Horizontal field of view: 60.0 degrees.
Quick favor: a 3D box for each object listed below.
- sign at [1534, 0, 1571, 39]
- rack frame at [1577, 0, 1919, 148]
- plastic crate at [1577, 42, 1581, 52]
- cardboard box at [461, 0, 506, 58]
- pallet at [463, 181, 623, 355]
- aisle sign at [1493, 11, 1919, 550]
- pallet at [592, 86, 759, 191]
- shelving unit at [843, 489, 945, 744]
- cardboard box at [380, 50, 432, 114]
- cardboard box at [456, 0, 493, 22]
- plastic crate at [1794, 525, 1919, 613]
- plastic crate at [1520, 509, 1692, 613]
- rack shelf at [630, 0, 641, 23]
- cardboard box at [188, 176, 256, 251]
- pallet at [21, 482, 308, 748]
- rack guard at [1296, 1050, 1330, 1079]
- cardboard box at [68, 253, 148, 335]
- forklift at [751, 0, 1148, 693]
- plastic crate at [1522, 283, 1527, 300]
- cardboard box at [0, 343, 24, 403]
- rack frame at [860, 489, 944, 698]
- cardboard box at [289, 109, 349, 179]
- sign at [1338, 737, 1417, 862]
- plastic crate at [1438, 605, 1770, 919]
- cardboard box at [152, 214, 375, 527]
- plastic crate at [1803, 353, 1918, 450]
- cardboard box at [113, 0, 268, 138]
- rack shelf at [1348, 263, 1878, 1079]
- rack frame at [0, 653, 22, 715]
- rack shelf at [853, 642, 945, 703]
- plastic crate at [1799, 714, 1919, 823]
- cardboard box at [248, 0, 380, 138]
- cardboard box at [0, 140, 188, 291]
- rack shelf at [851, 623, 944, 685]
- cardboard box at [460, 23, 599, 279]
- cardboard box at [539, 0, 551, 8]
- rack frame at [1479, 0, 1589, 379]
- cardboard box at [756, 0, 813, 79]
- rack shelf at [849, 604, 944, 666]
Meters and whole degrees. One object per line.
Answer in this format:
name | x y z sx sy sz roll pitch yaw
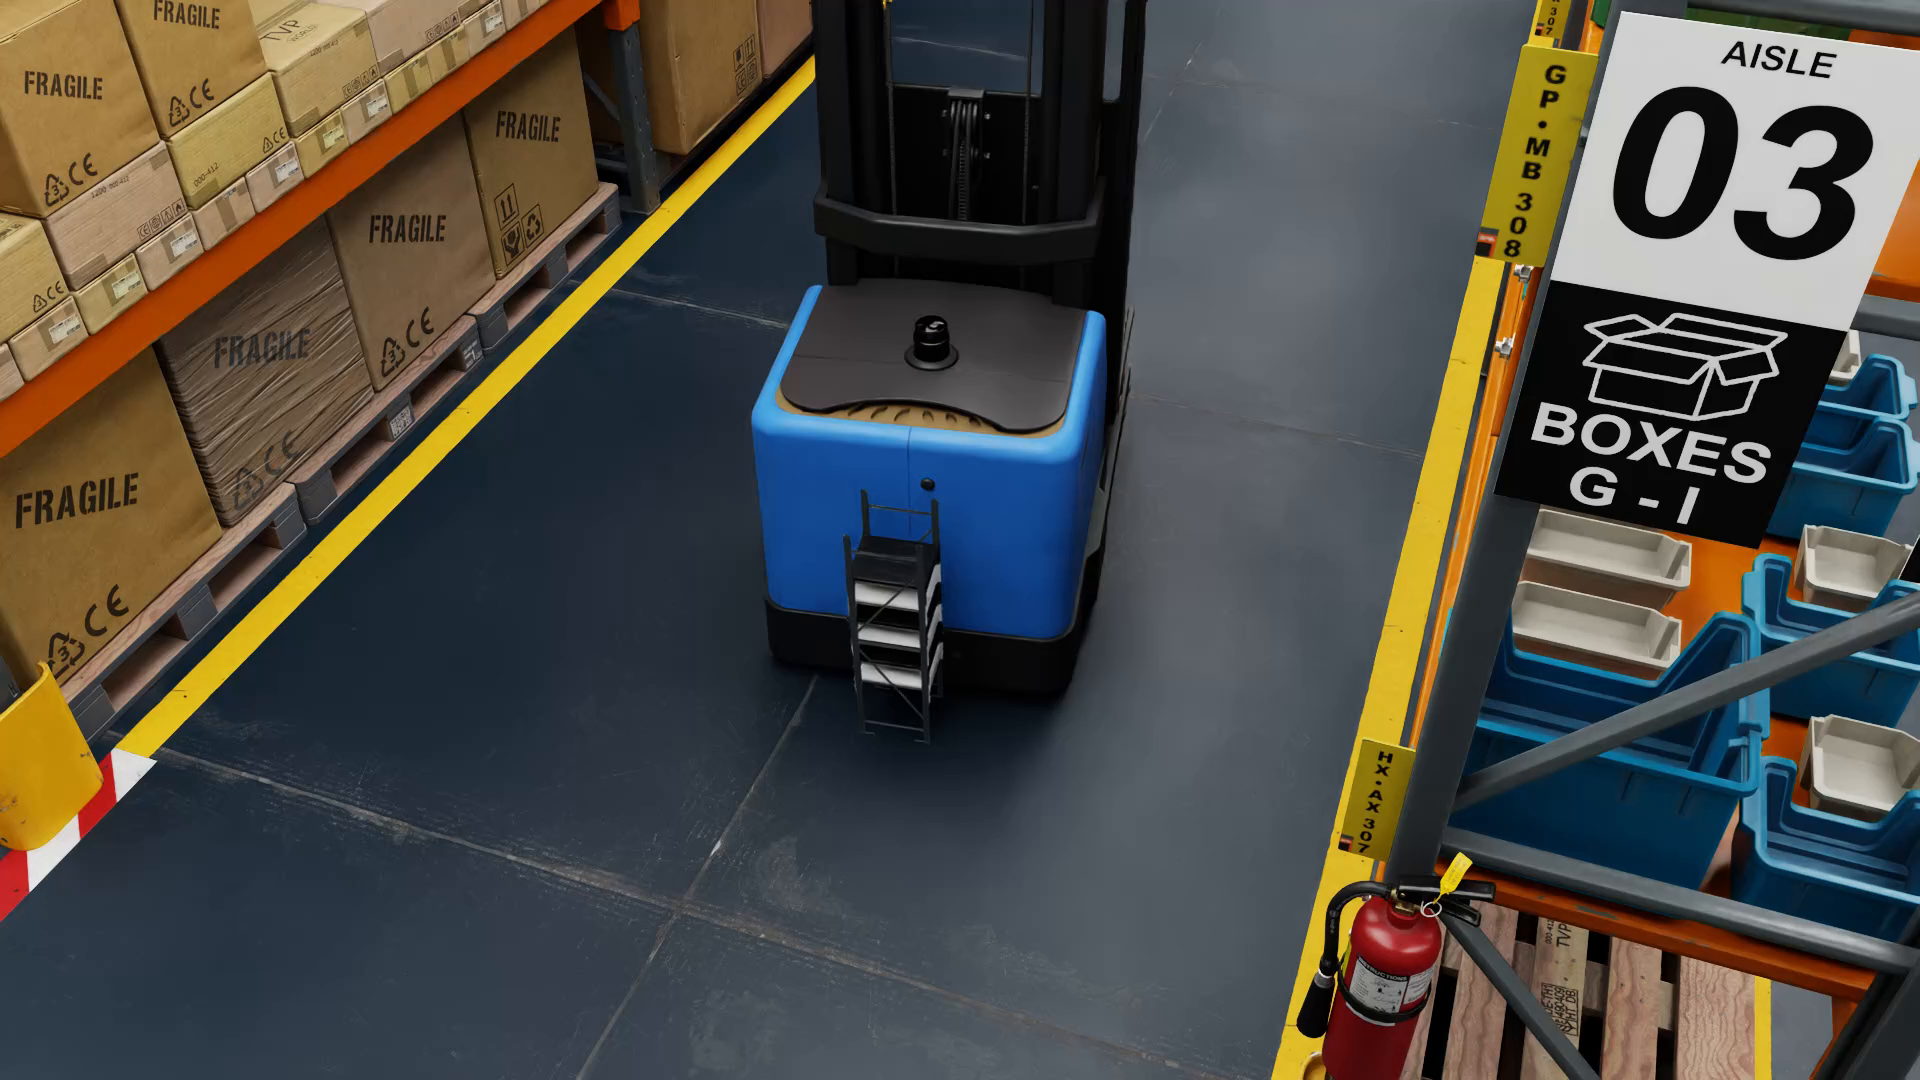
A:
sign | 2.179 -1.987 6.055 0.100 0.325 0.005 13 42 15
rack frame | 1.327 -1.601 1.194 1.000 3.000 0.127 13 42 15
plastic crate | 2.154 -1.317 5.387 0.402 0.464 0.583 13 42 15
cardboard box | -2.019 -2.034 6.516 0.380 0.149 0.250 14 42 16
pallet | -2.293 -1.351 7.671 1.003 0.211 1.213 13 42 15
aisle sign | 1.027 -0.329 2.322 0.394 0.787 0.004 13 42 15
pallet | -1.766 -2.285 8.765 1.003 0.211 1.213 13 42 15
shelving unit | -0.199 0.258 5.246 0.258 0.900 0.210 8 44 9
cardboard box | -2.195 -1.720 6.149 0.380 0.149 0.250 13 42 14
cardboard box | -2.038 -2.271 6.487 0.500 0.250 0.500 15 43 16
plastic crate | 2.141 0.090 3.991 0.250 0.136 0.298 13 42 15
plastic crate | 1.549 0.047 4.041 0.396 0.136 0.243 13 42 15
rack shelf | -1.275 -3.804 8.952 1.077 0.370 4.000 13 42 15
cardboard box | -2.546 -1.093 5.414 0.380 0.149 0.250 13 42 14
pallet | -3.127 0.137 5.927 1.003 0.211 1.213 13 42 15
rack guard | 1.331 1.649 3.932 1.175 0.500 0.348 13 42 15
cardboard box | -2.722 -0.779 5.046 0.380 0.149 0.250 12 42 14
forklift | 0.102 -1.565 5.826 1.130 2.935 3.031 6 41 7
plastic crate | 1.789 -0.588 4.711 0.416 0.233 0.300 13 42 15
cardboard box | -2.896 -0.466 4.679 0.380 0.149 0.250 14 42 16
rack frame | -0.178 0.189 5.317 0.240 0.900 0.006 8 44 9
cardboard box | -2.371 -1.405 5.779 0.380 0.149 0.250 12 42 14
sign | 0.805 0.506 3.220 0.100 0.325 0.005 13 42 15
plastic crate | 1.266 0.399 3.398 0.616 0.435 0.499 13 42 15
cardboard box | -2.872 -0.733 6.112 0.875 0.875 0.875 13 42 15
plastic crate | 2.274 -0.342 4.423 0.416 0.233 0.300 13 42 15
cardboard box | -2.567 -1.615 5.140 0.500 0.500 0.500 12 42 14
rack shelf | 2.011 -0.265 4.804 1.077 0.370 4.000 13 42 15
rack frame | -3.327 -0.419 4.429 1.000 3.000 0.127 13 42 15
rack shelf | -0.196 0.412 5.393 0.258 0.077 0.200 8 44 9
plastic crate | 1.909 0.503 3.506 0.250 0.136 0.298 13 42 15
cardboard box | -2.389 -1.651 5.760 0.500 0.250 0.500 12 42 14
cardboard box | -2.738 -1.026 5.028 0.500 0.250 0.500 13 42 15
rack shelf | -0.198 0.347 5.331 0.258 0.077 0.200 8 44 9
cardboard box | -2.260 -1.825 7.391 0.875 0.875 0.875 13 42 15
cardboard box | -1.844 -2.347 6.883 0.380 0.149 0.250 14 42 16
rack frame | 2.695 -1.759 6.001 1.000 3.000 0.127 13 42 15
cardboard box | -1.454 -3.150 8.944 1.225 0.875 0.875 12 42 14
rack shelf | -0.199 0.282 5.269 0.258 0.077 0.200 8 44 9
